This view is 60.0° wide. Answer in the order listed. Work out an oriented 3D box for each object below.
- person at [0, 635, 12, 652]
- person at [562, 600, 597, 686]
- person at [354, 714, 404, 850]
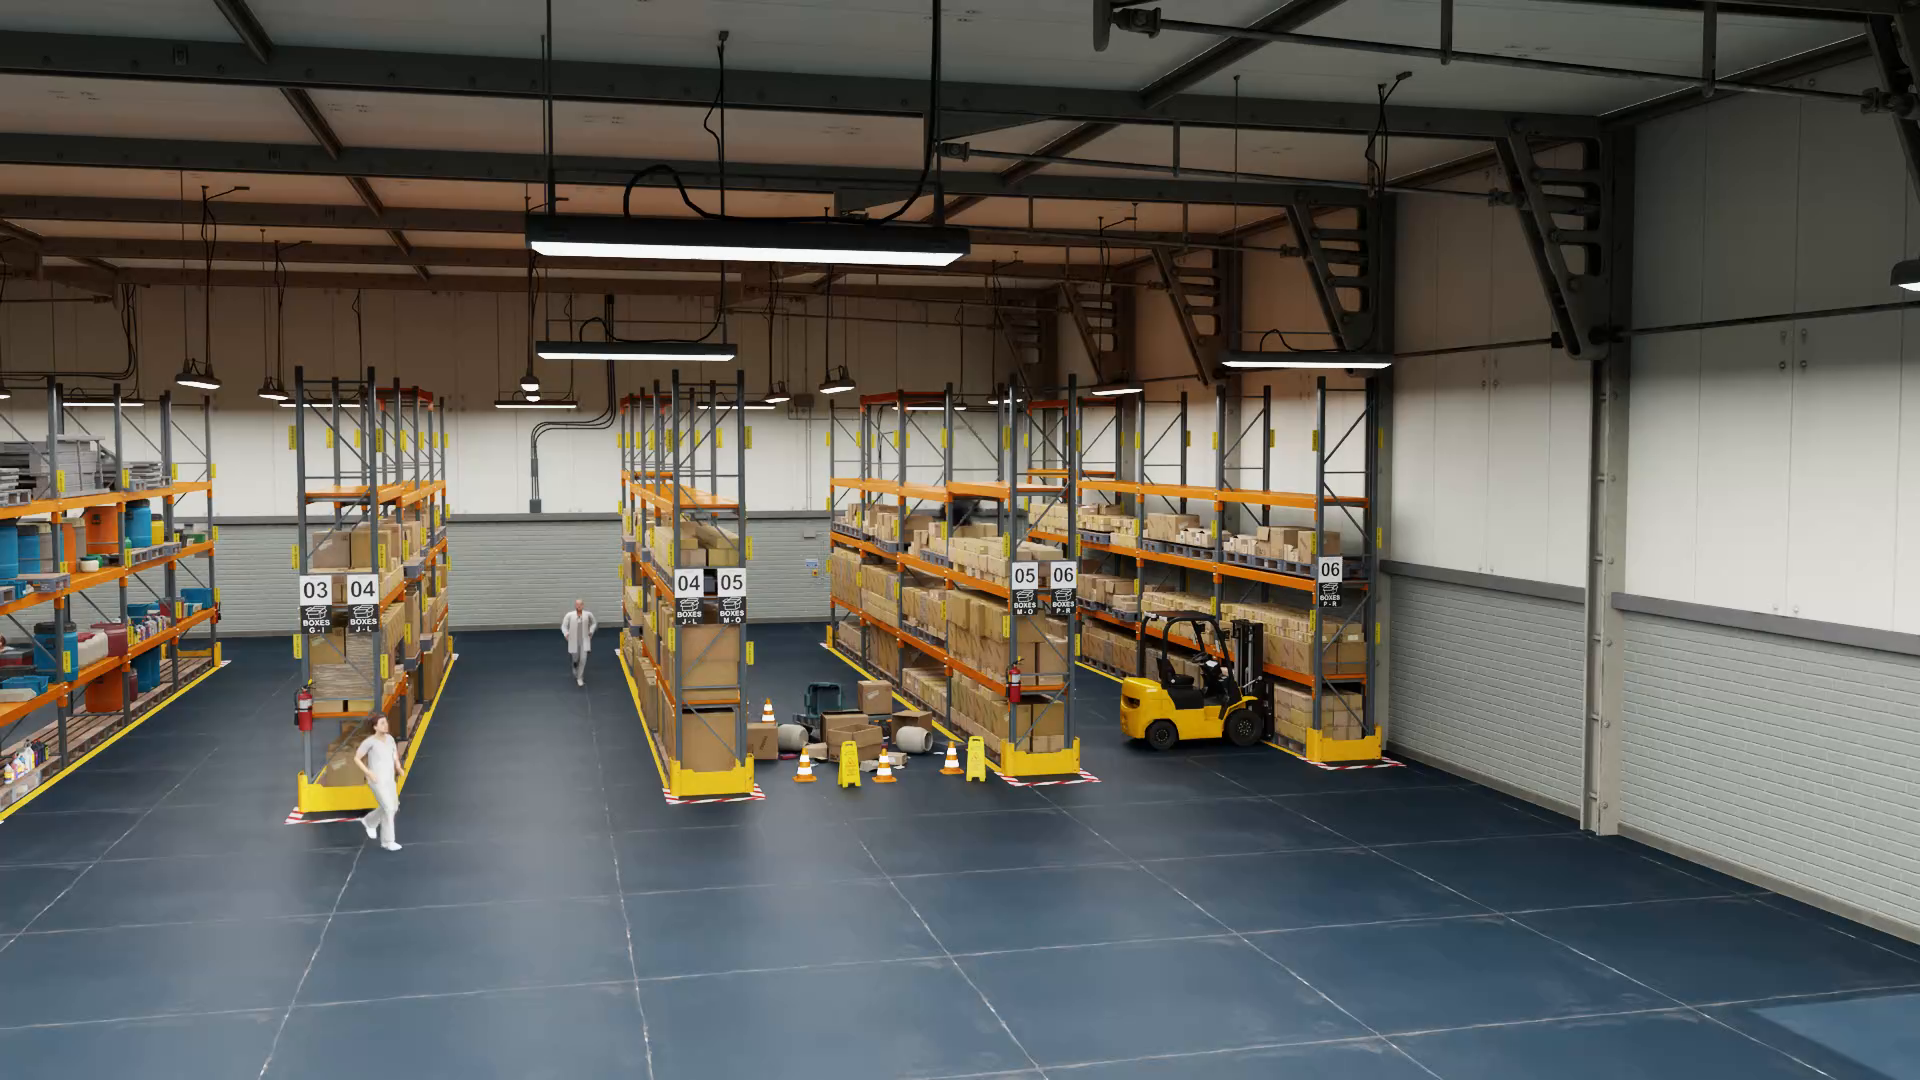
[{"bbox_3d":[-17.029,2.510,29.606,0.560,1.470,0.605,0,3,-7],"label":"person"},{"bbox_3d":[-7.858,2.102,34.359,0.721,1.758,0.748,-1,4,-16],"label":"person"},{"bbox_3d":[-7.163,2.958,20.440,0.719,1.653,0.587,2,4,28],"label":"person"}]
